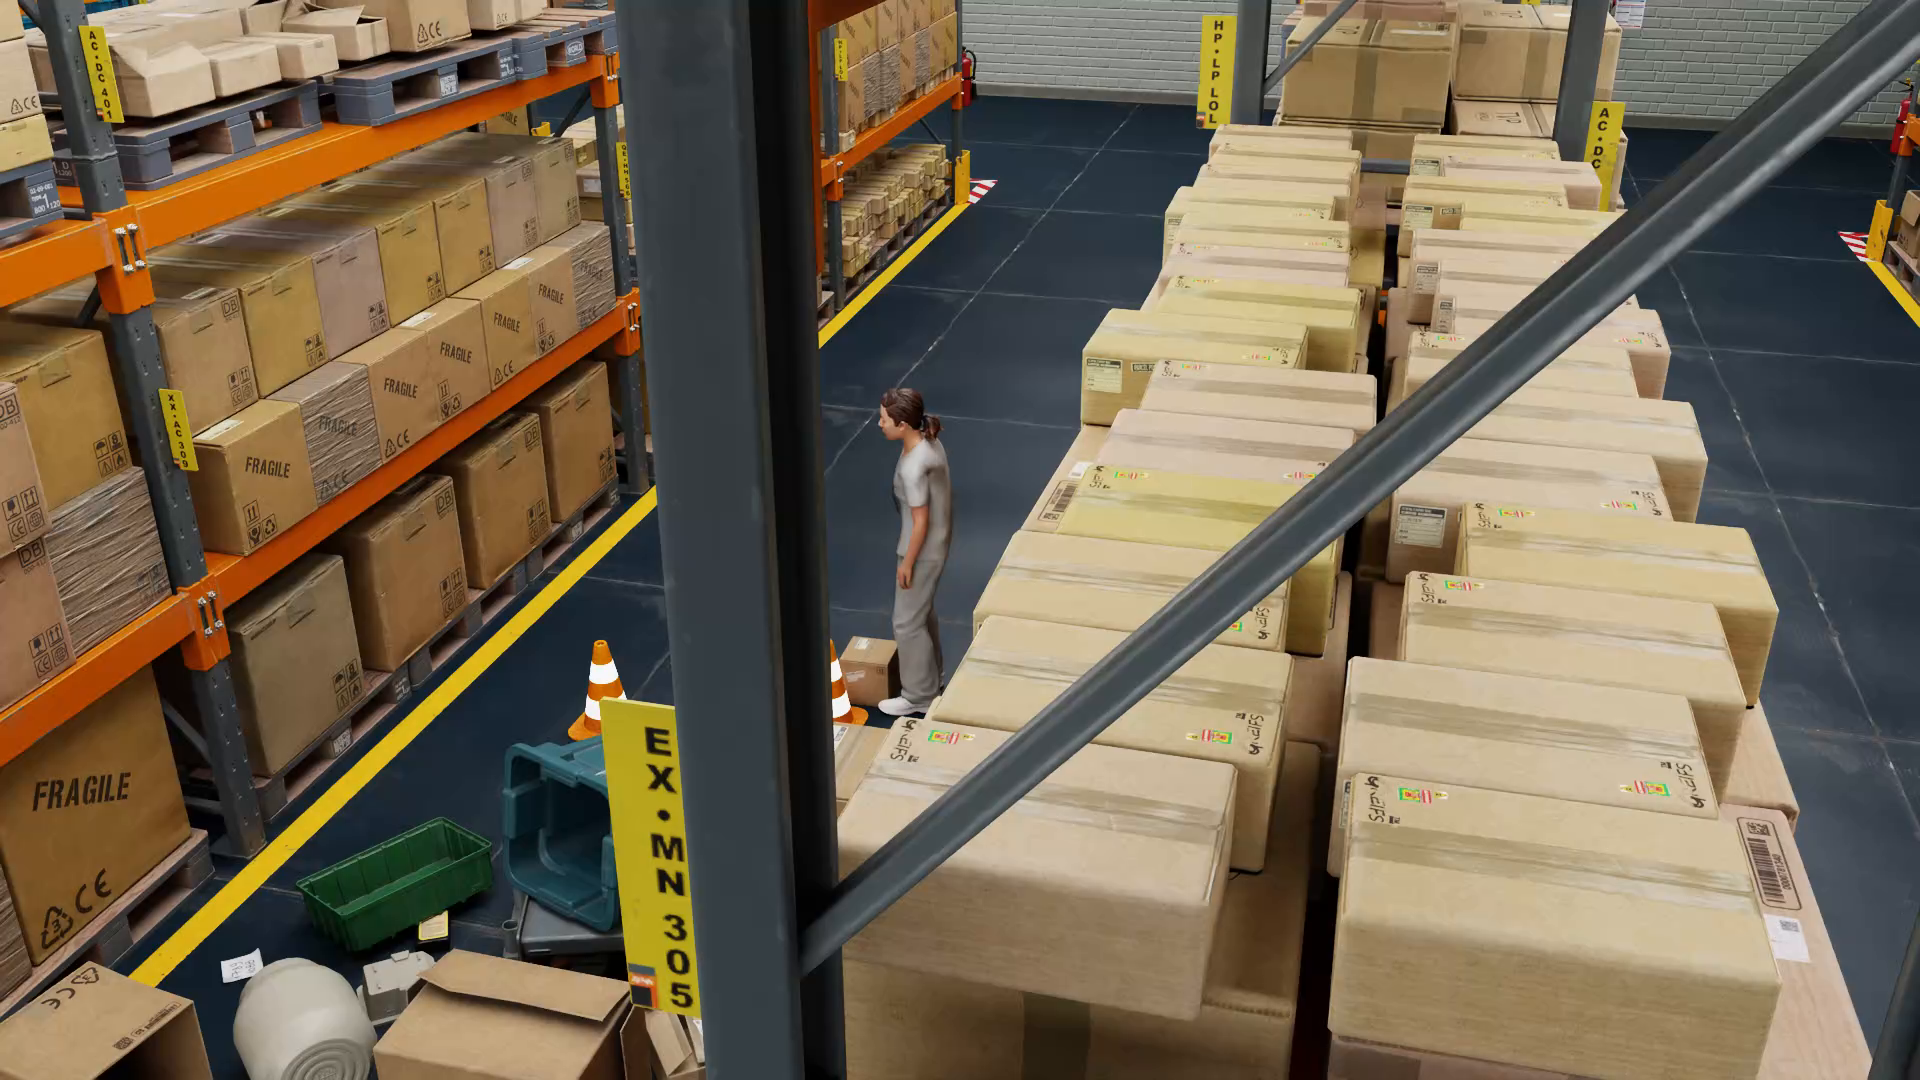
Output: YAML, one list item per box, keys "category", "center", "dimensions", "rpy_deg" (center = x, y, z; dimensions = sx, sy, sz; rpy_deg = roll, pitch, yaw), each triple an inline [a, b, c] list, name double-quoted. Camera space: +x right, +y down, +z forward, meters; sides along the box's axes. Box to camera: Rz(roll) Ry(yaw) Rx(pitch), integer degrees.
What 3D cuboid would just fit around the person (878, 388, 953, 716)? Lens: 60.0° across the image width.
- category: "person"
  center: [-0.217, 0.047, 8.012]
  dimensions: [0.362, 1.672, 0.488]
  rpy_deg: [1, 25, 3]
